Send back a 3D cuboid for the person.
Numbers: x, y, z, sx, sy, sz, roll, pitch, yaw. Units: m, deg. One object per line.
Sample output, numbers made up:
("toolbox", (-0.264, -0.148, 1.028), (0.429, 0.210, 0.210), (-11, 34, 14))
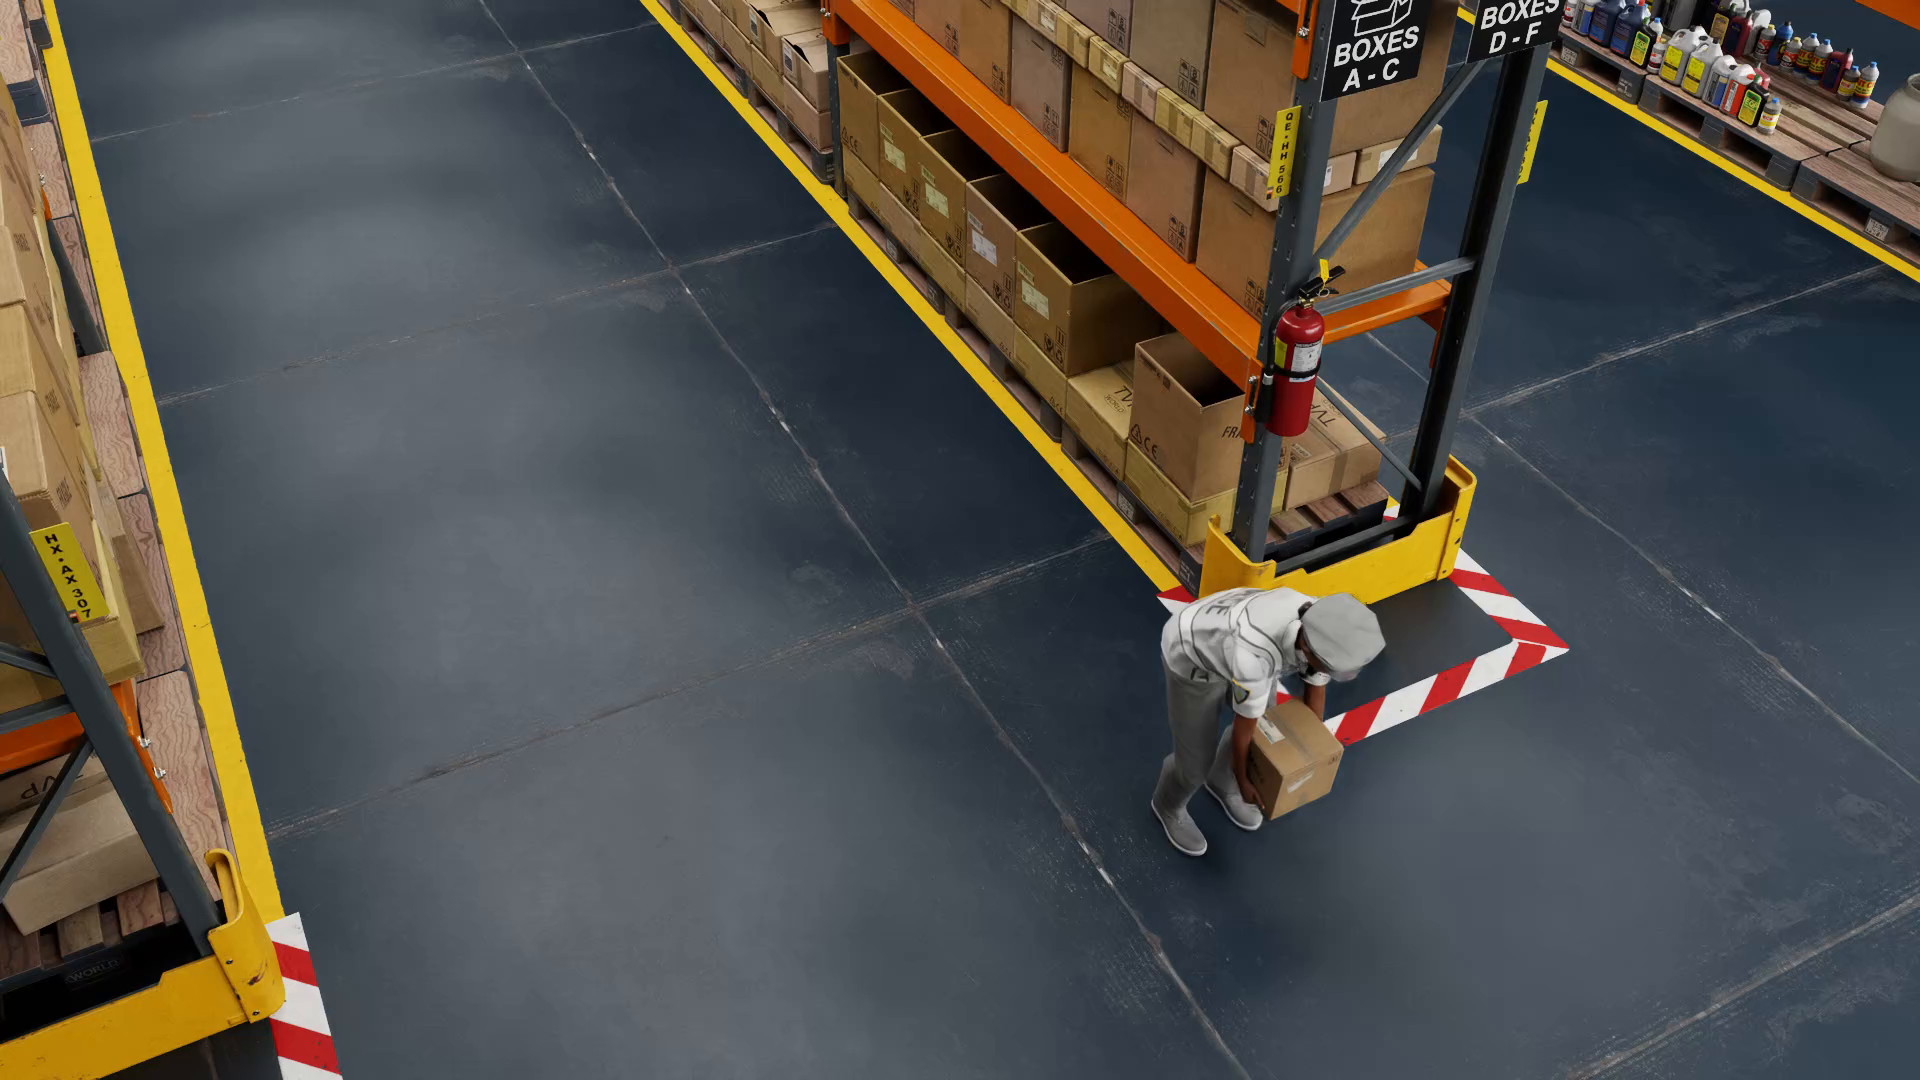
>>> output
("person", (1.008, 0.609, 5.659), (0.414, 1.422, 0.810), (-21, 46, -22))
